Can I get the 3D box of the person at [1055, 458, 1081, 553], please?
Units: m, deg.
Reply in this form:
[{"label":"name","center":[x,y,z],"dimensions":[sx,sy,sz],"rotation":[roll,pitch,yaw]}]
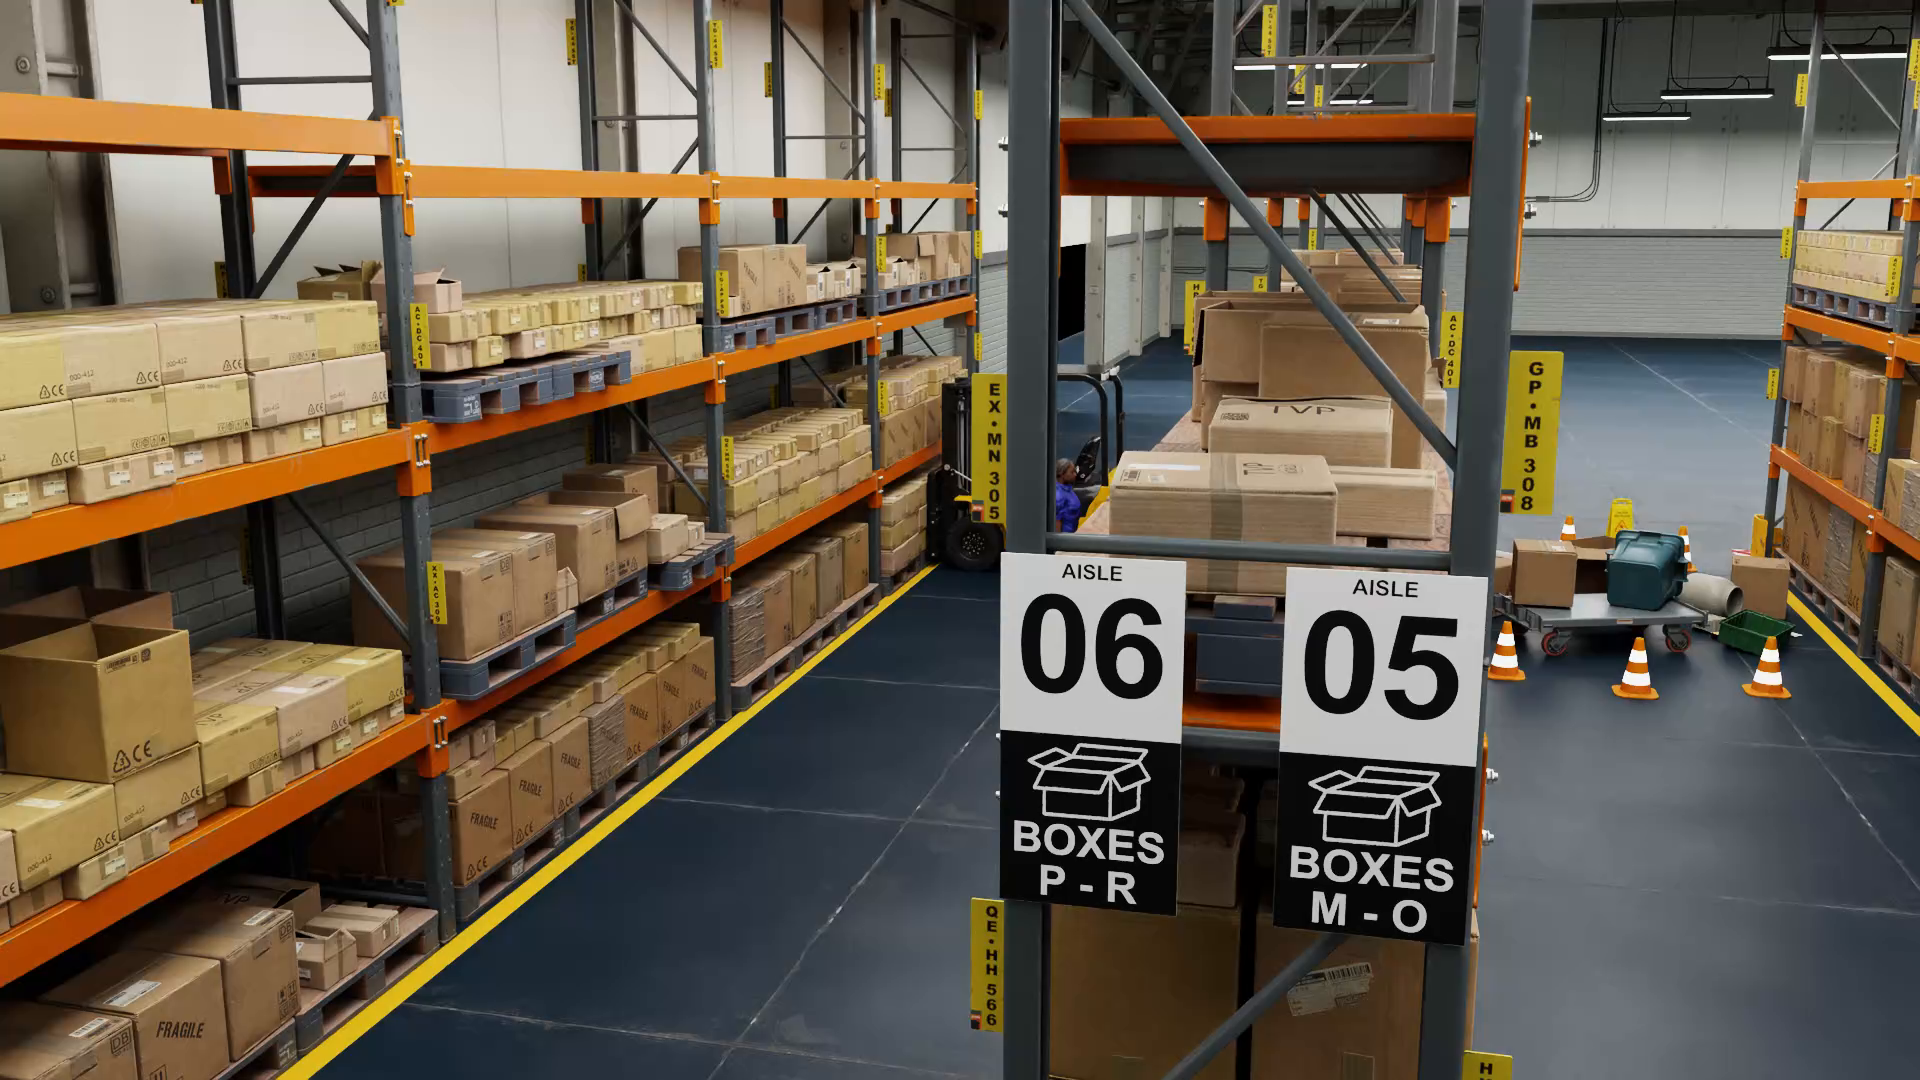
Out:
[{"label":"person","center":[0.949,0.074,15.114],"dimensions":[0.308,1.658,0.437],"rotation":[3,12,15]}]
